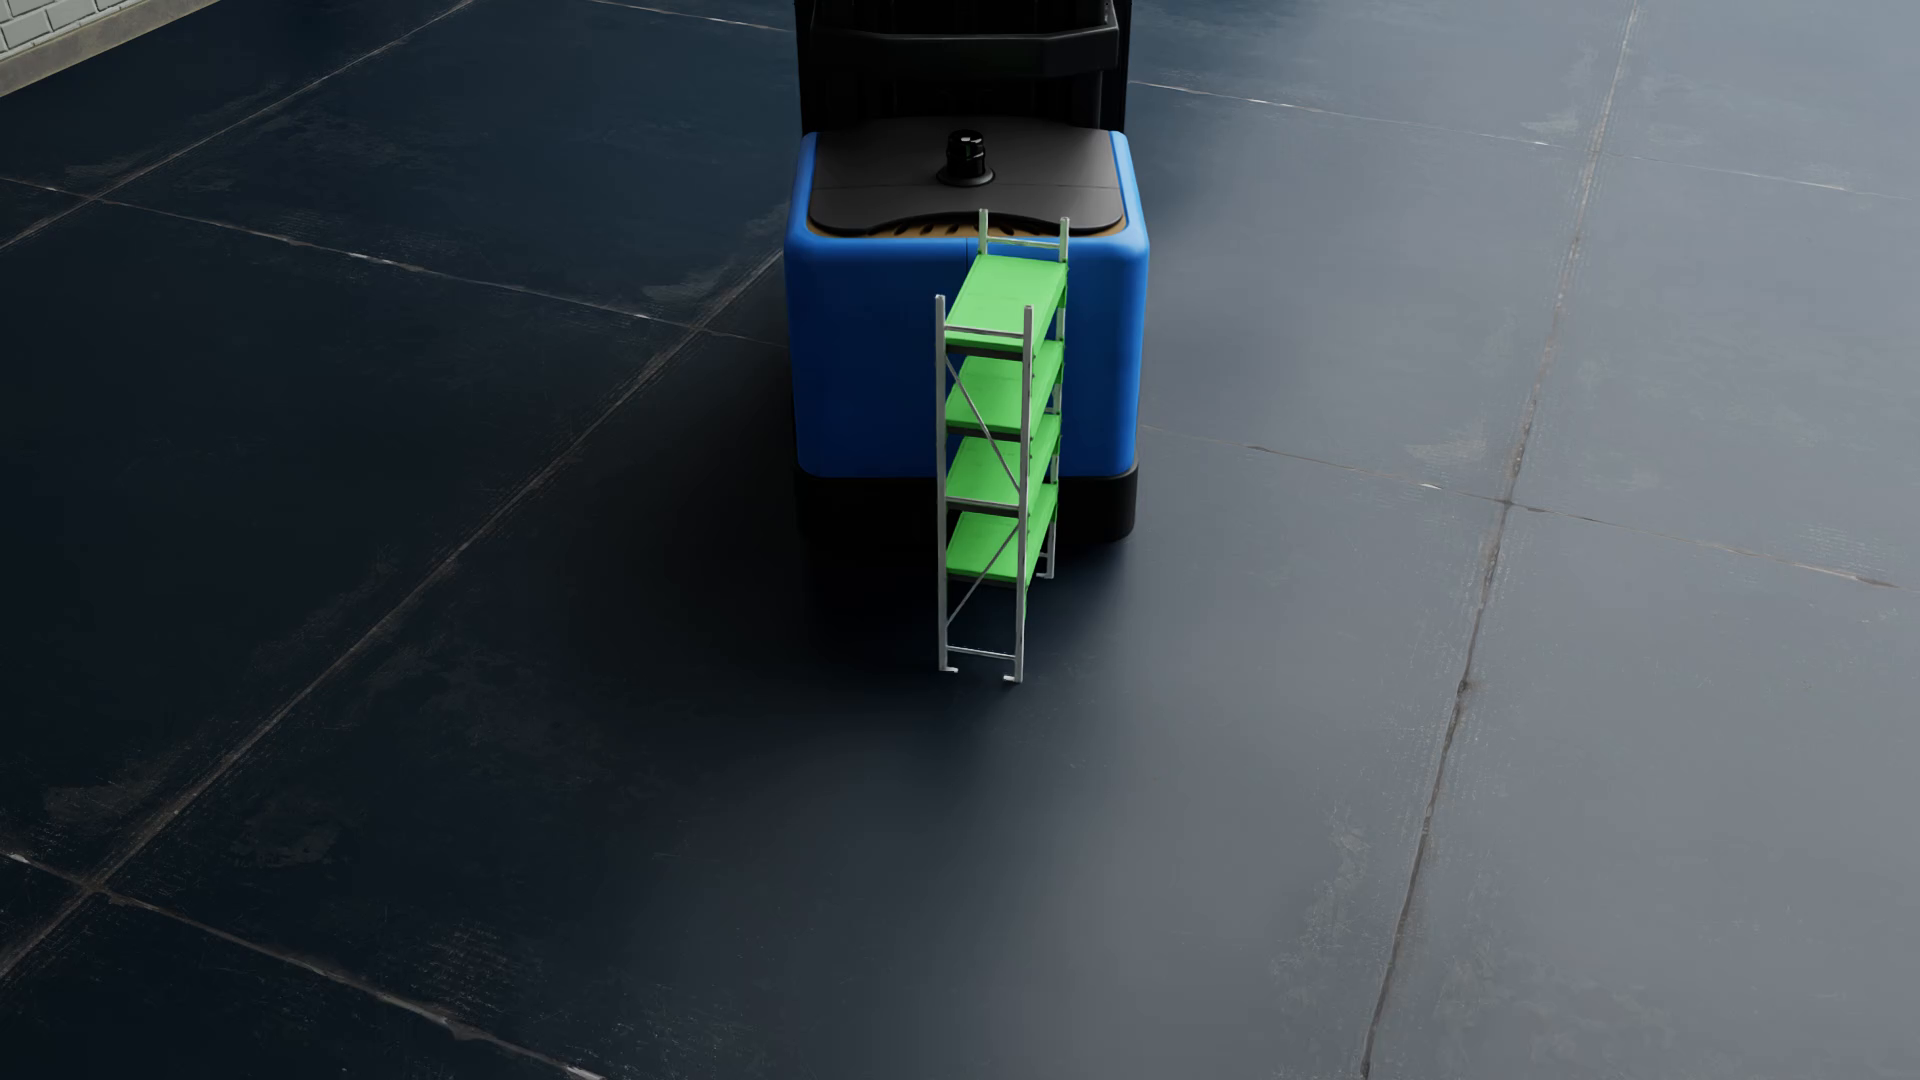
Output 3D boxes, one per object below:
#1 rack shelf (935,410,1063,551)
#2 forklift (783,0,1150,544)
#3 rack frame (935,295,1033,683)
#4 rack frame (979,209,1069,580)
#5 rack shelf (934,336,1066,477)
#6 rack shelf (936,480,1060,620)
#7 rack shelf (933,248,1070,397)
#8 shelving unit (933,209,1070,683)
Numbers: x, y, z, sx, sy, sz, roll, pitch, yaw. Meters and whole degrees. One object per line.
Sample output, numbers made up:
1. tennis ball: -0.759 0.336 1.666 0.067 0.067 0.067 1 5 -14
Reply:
1. rack shelf: 0.114 -0.187 4.604 0.258 0.148 0.480 8 38 10
2. forklift: 0.008 -2.010 5.492 1.130 2.935 3.031 0 37 0
3. rack frame: 0.058 -0.095 4.376 0.240 1.200 0.015 8 38 10
4. rack frame: 0.169 -0.380 4.756 0.240 1.200 0.015 8 38 10
5. rack shelf: 0.114 -0.379 4.460 0.258 0.148 0.480 8 38 10
6. rack shelf: 0.114 0.006 4.748 0.258 0.148 0.480 8 38 10
7. rack shelf: 0.114 -0.571 4.317 0.258 0.148 0.480 8 38 10
8. shelving unit: 0.114 -0.238 4.566 0.258 1.200 0.503 8 38 10
